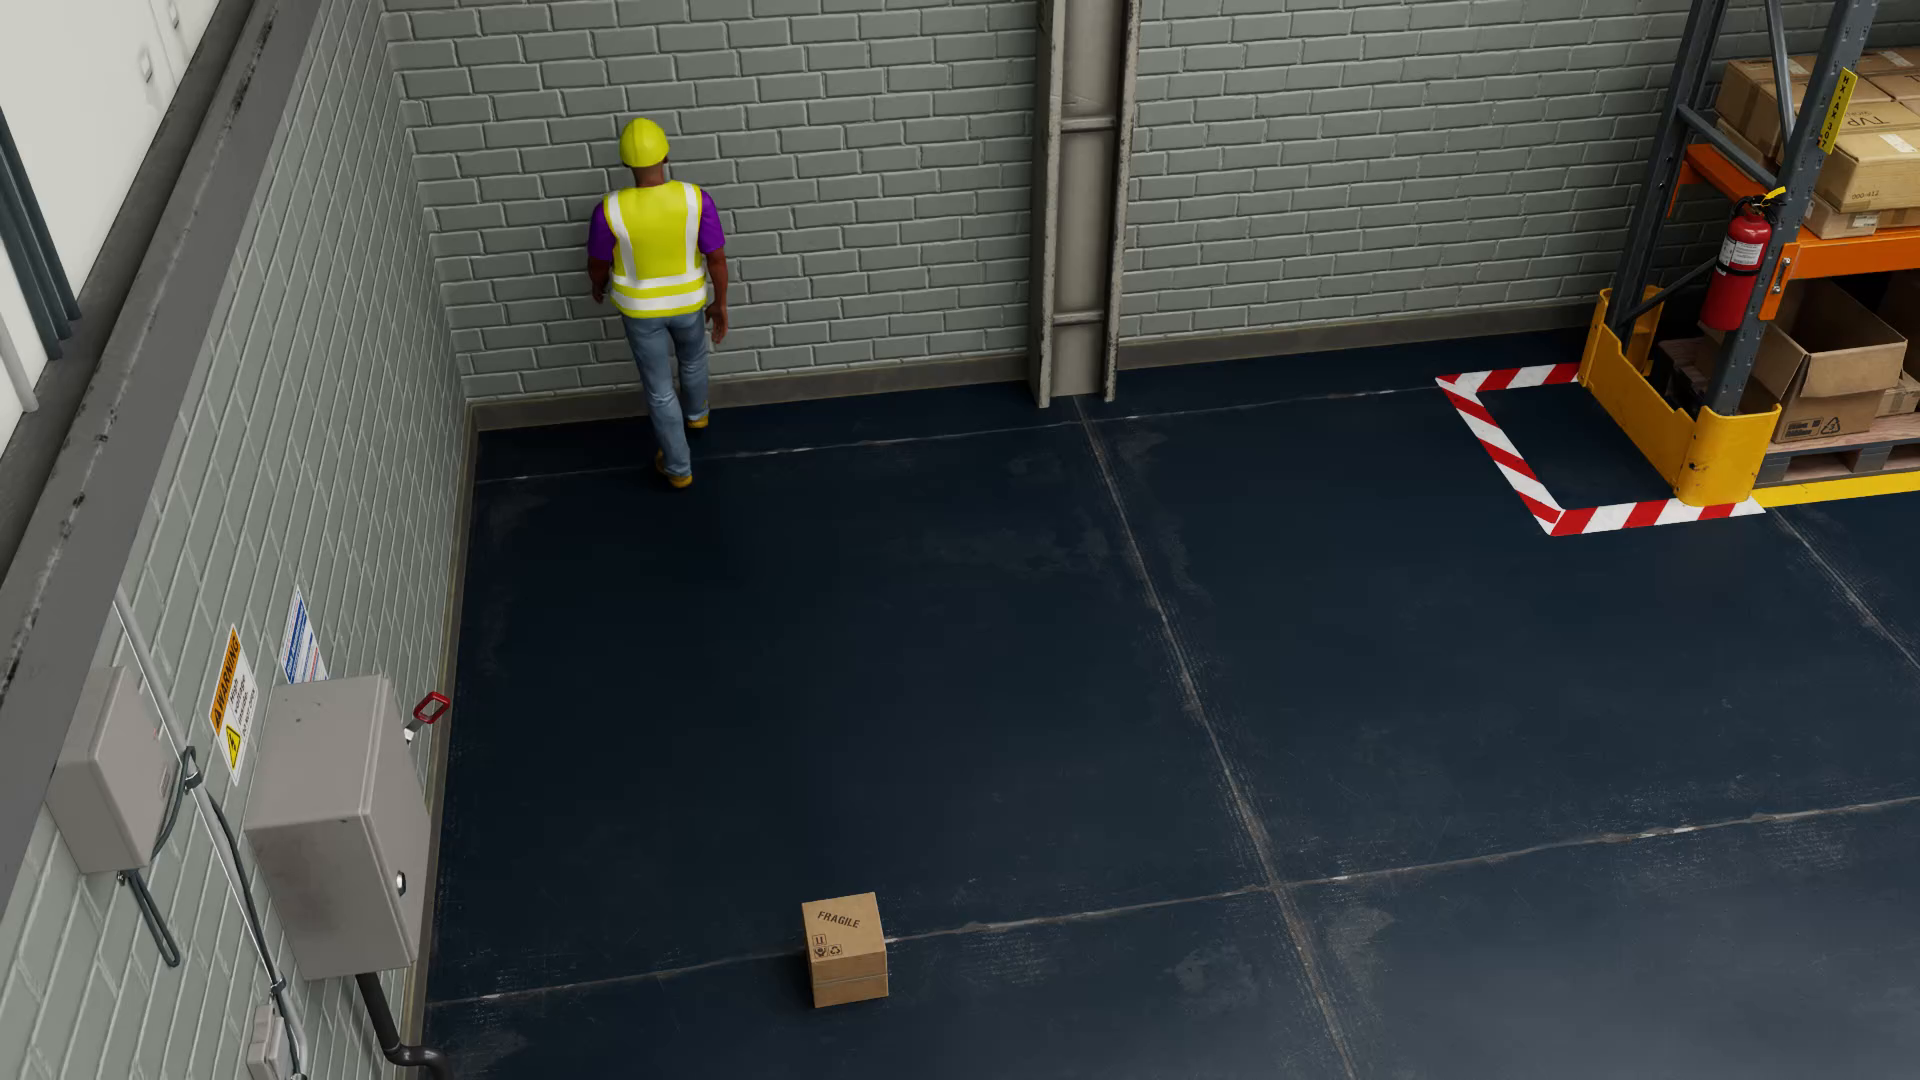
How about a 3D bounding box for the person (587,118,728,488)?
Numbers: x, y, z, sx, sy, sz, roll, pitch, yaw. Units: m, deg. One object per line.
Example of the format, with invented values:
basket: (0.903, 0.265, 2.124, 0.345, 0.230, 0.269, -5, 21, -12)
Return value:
person: (-1.381, -1.129, 7.543, 0.578, 1.772, 0.756, -14, 40, -17)
